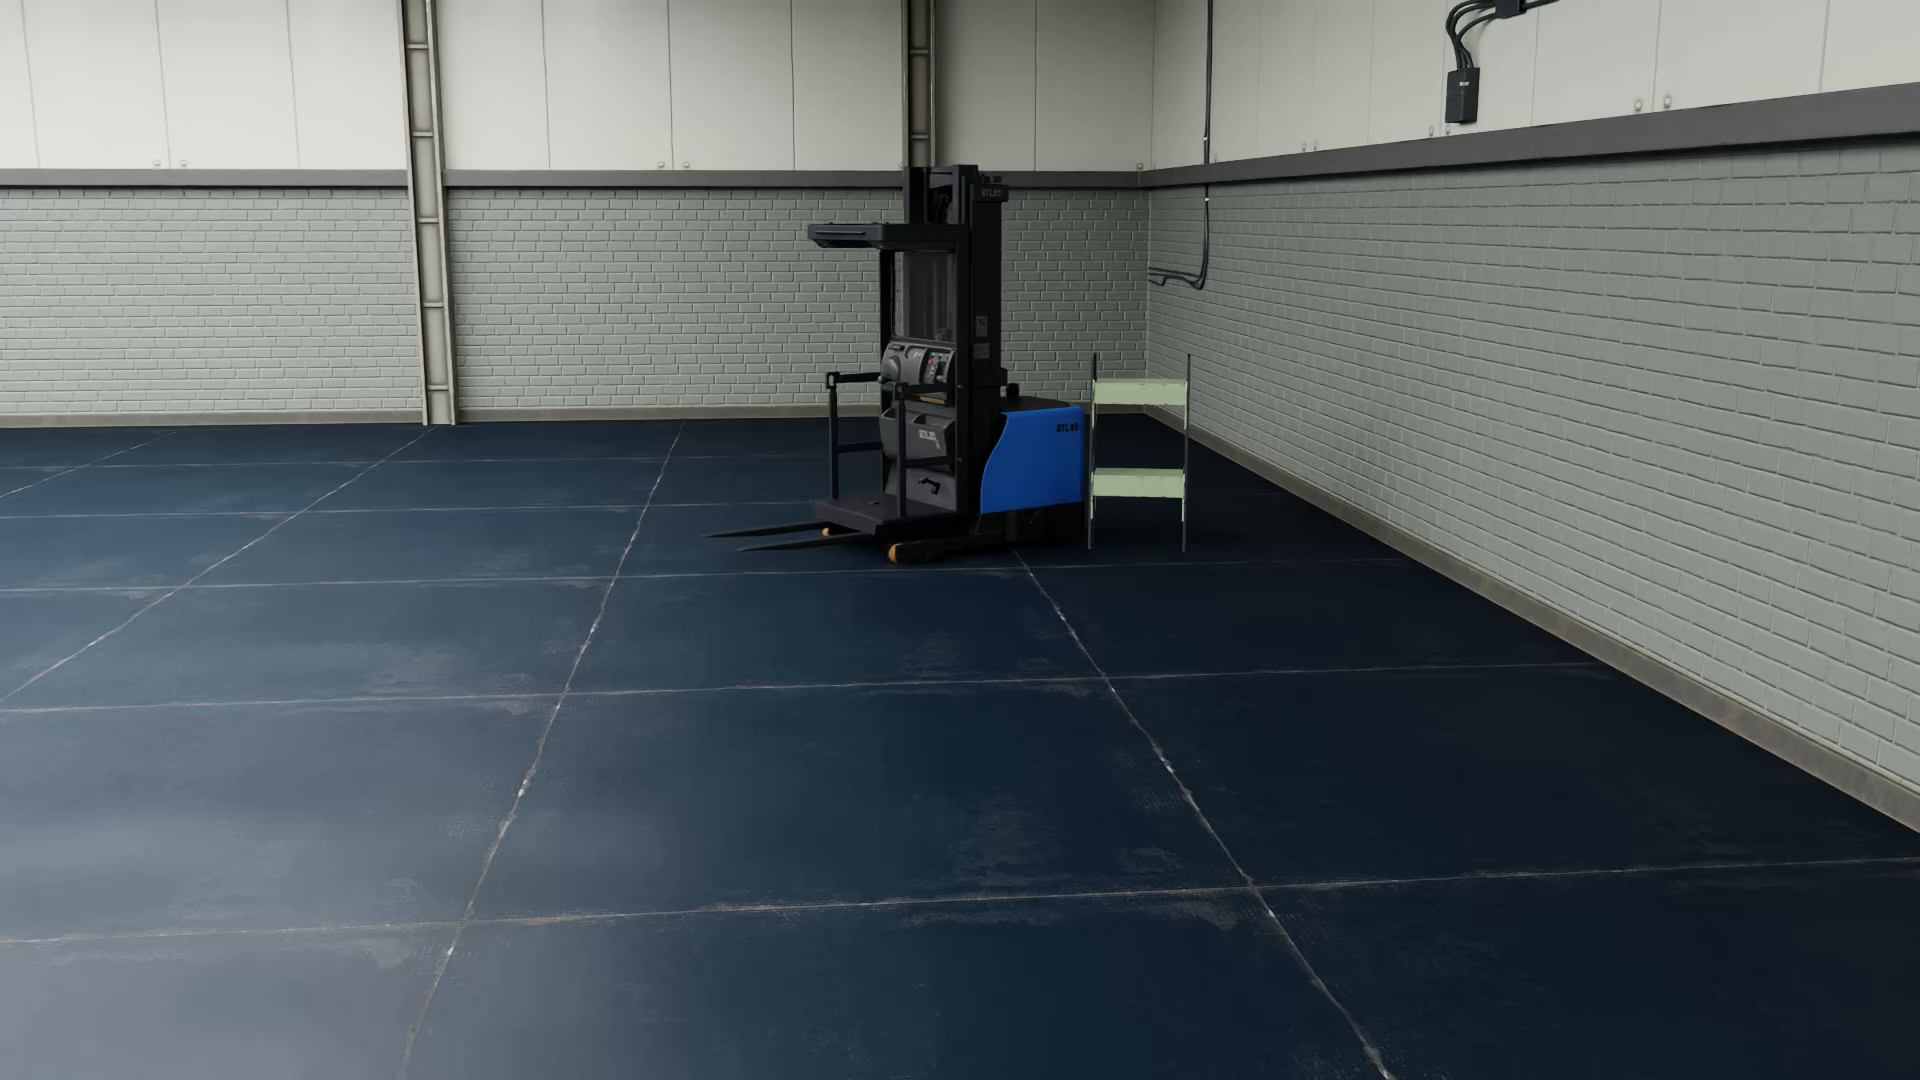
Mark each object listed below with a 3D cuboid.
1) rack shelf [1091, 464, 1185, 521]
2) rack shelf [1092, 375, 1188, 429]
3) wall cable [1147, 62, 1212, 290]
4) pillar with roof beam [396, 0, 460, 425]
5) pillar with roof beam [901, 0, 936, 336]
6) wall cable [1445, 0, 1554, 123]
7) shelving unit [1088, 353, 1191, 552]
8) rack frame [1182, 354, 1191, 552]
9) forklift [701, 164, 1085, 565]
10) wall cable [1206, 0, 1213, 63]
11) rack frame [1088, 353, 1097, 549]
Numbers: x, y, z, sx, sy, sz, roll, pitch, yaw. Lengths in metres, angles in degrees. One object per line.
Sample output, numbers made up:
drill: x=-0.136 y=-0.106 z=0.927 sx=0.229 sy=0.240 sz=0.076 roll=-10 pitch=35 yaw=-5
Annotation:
rack shelf: x=1.403 y=-0.373 z=13.069 sx=0.720 sy=0.370 sz=0.431 roll=2 pitch=11 yaw=8
rack shelf: x=1.403 y=-1.076 z=12.931 sx=0.720 sy=0.370 sz=0.431 roll=2 pitch=11 yaw=8
wall cable: x=2.558 y=-4.283 z=19.877 sx=0.112 sy=2.526 sz=3.097 roll=-1 pitch=11 yaw=-6
pillar with roof beam: x=-6.014 y=-5.049 z=15.720 sx=0.400 sy=9.000 sz=9.100 roll=-1 pitch=11 yaw=-6
pillar with roof beam: x=-0.049 y=-5.174 z=16.356 sx=0.400 sy=9.000 sz=9.100 roll=-1 pitch=11 yaw=-6
wall cable: x=3.567 y=-5.655 z=9.987 sx=0.169 sy=6.003 sz=2.305 roll=-1 pitch=11 yaw=-6
shelving unit: x=1.403 y=-0.693 z=13.007 sx=0.755 sy=1.500 sz=0.431 roll=2 pitch=11 yaw=8
rack frame: x=1.765 y=-0.684 z=12.958 sx=0.023 sy=1.500 sz=0.400 roll=2 pitch=11 yaw=8
forklift: x=-0.497 y=-1.366 z=12.718 sx=3.031 sy=2.935 sz=1.130 roll=-8 pitch=13 yaw=-34
wall cable: x=2.850 y=-6.243 z=16.751 sx=0.112 sy=2.526 sz=3.097 roll=-1 pitch=11 yaw=-6
rack frame: x=1.040 y=-0.703 z=13.056 sx=0.023 sy=1.500 sz=0.400 roll=2 pitch=11 yaw=8
